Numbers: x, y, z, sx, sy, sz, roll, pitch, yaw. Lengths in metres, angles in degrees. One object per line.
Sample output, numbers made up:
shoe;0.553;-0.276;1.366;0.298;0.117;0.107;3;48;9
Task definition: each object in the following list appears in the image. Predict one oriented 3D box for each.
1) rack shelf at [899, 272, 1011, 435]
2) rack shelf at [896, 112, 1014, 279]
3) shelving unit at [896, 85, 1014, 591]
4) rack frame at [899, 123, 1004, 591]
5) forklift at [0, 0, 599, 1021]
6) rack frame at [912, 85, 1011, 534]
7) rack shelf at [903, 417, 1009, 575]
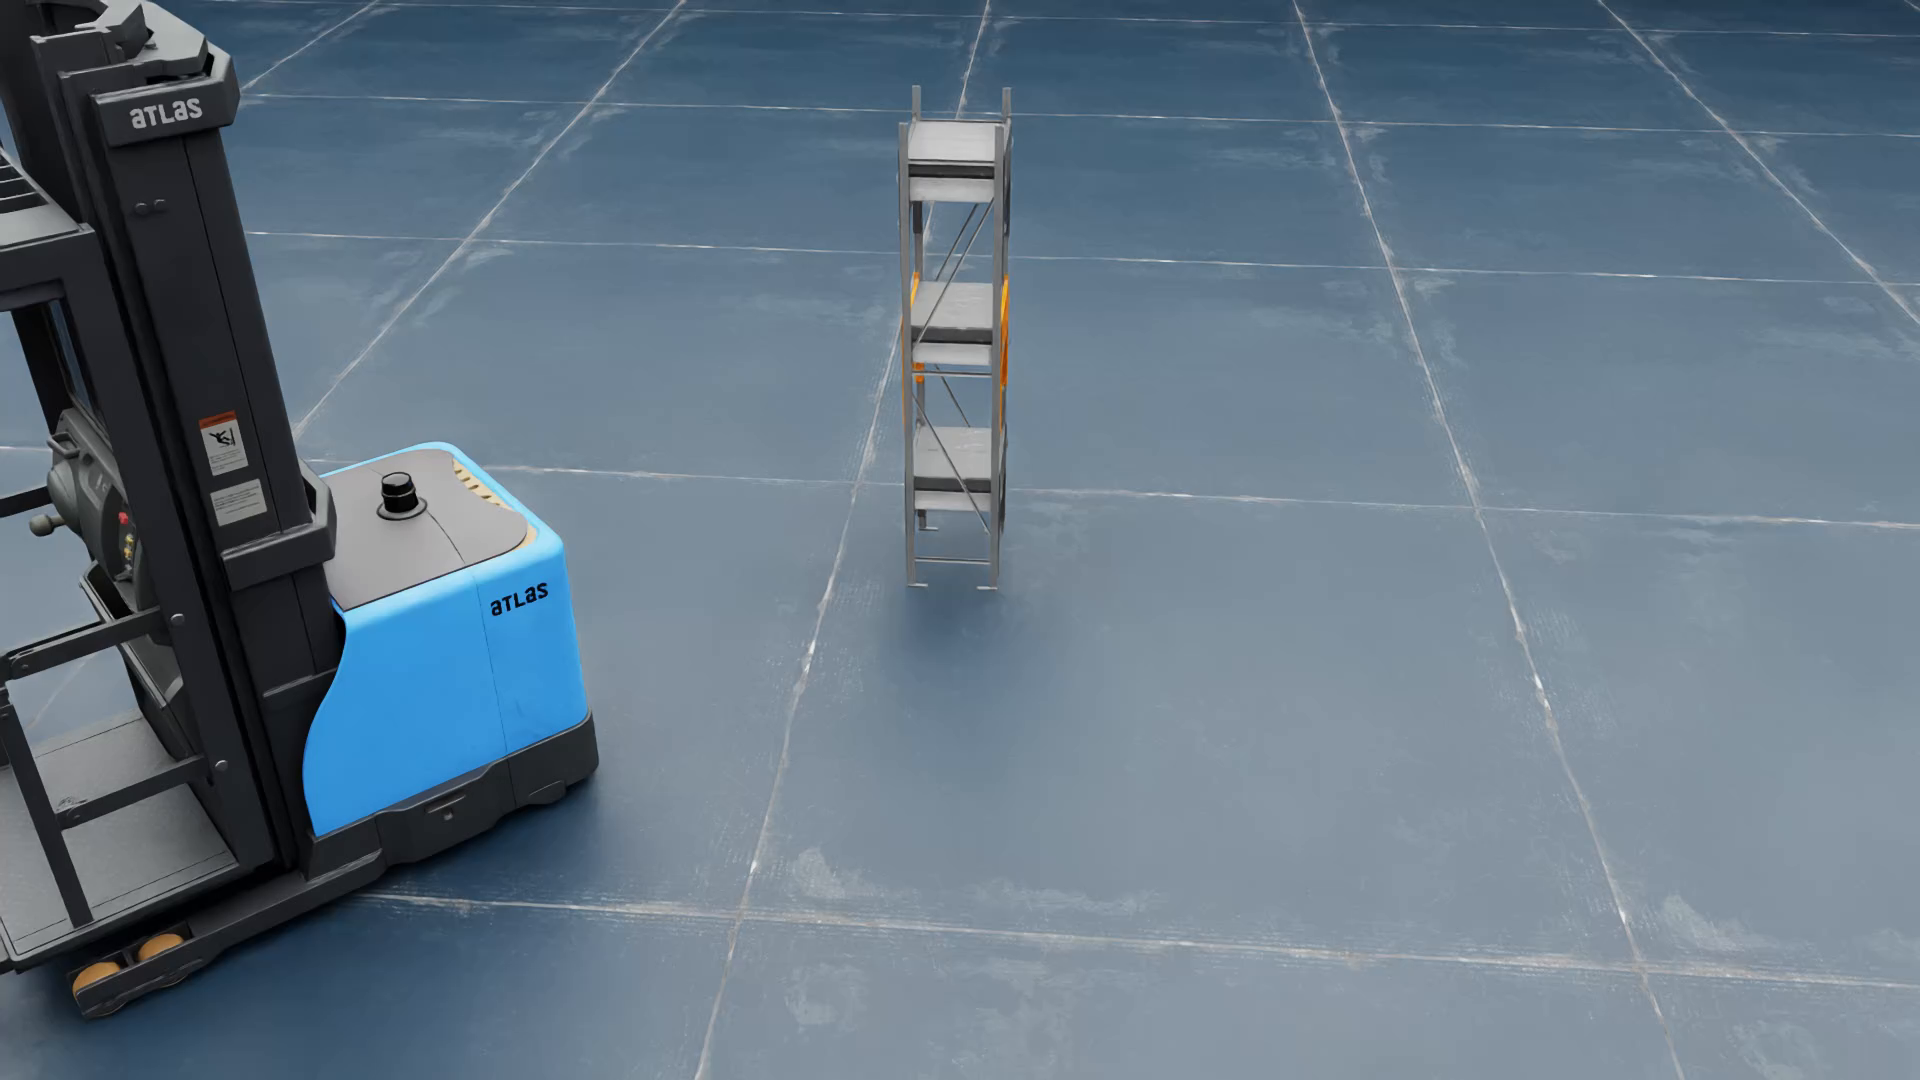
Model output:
rack shelf;-0.013;-0.796;7.066;0.431;0.518;0.480;2;32;4
rack shelf;-0.014;-1.392;6.699;0.431;0.518;0.480;2;32;4
shelving unit;-0.013;-0.807;7.059;0.431;2.100;0.503;2;32;4
rack frame;-0.033;-0.680;6.852;0.400;2.100;0.015;2;32;4
forklift;-2.821;-0.049;5.035;3.031;2.935;1.130;-23;38;-32
rack frame;0.006;-0.935;7.266;0.400;2.100;0.015;2;32;4
rack shelf;-0.013;-0.200;7.433;0.431;0.518;0.480;2;32;4
